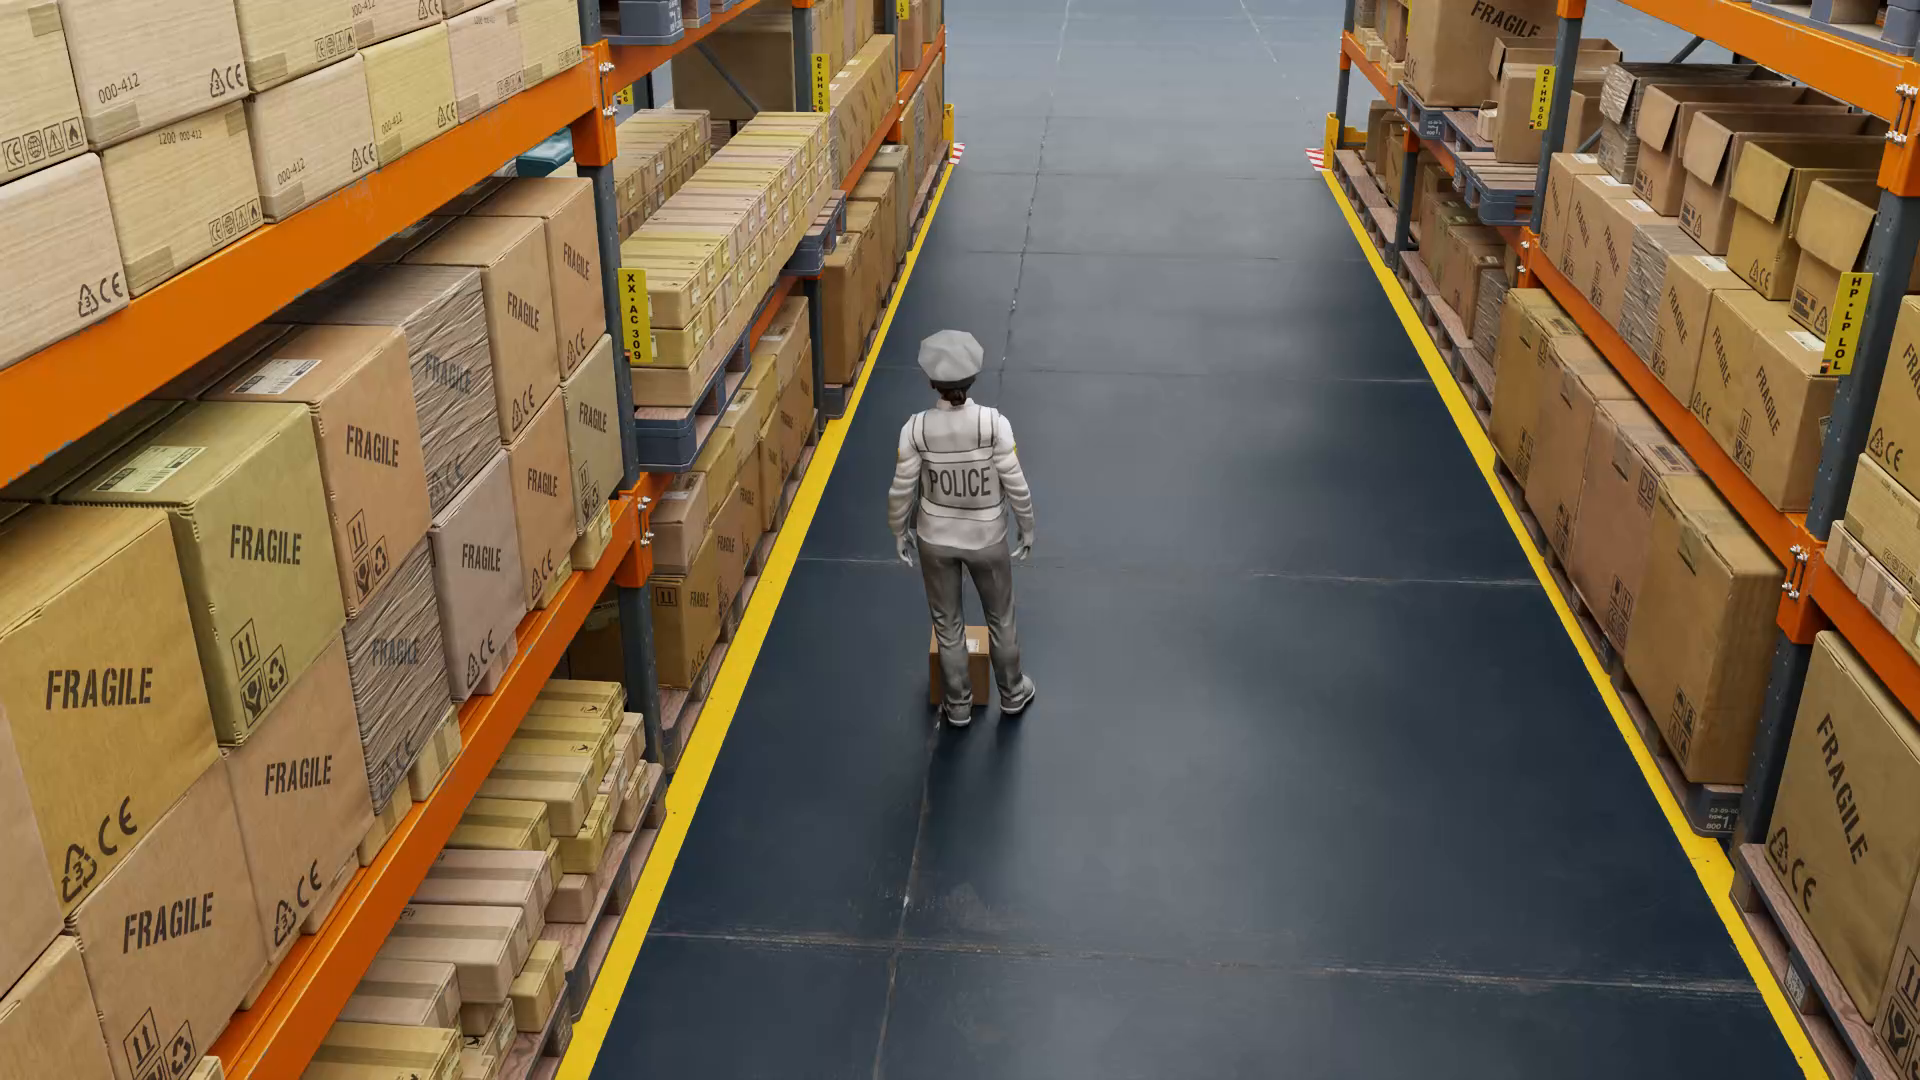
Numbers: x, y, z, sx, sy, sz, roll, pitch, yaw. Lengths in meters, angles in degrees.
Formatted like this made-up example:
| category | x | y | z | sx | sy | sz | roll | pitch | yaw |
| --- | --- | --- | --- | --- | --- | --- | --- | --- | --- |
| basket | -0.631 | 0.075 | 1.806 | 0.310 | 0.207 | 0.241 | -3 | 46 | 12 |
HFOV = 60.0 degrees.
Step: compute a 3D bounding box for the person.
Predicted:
| category | x | y | z | sx | sy | sz | roll | pitch | yaw |
| --- | --- | --- | --- | --- | --- | --- | --- | --- | --- |
| person | 0.015 | -0.041 | 6.634 | 0.586 | 1.694 | 0.531 | 2 | 25 | 4 |
